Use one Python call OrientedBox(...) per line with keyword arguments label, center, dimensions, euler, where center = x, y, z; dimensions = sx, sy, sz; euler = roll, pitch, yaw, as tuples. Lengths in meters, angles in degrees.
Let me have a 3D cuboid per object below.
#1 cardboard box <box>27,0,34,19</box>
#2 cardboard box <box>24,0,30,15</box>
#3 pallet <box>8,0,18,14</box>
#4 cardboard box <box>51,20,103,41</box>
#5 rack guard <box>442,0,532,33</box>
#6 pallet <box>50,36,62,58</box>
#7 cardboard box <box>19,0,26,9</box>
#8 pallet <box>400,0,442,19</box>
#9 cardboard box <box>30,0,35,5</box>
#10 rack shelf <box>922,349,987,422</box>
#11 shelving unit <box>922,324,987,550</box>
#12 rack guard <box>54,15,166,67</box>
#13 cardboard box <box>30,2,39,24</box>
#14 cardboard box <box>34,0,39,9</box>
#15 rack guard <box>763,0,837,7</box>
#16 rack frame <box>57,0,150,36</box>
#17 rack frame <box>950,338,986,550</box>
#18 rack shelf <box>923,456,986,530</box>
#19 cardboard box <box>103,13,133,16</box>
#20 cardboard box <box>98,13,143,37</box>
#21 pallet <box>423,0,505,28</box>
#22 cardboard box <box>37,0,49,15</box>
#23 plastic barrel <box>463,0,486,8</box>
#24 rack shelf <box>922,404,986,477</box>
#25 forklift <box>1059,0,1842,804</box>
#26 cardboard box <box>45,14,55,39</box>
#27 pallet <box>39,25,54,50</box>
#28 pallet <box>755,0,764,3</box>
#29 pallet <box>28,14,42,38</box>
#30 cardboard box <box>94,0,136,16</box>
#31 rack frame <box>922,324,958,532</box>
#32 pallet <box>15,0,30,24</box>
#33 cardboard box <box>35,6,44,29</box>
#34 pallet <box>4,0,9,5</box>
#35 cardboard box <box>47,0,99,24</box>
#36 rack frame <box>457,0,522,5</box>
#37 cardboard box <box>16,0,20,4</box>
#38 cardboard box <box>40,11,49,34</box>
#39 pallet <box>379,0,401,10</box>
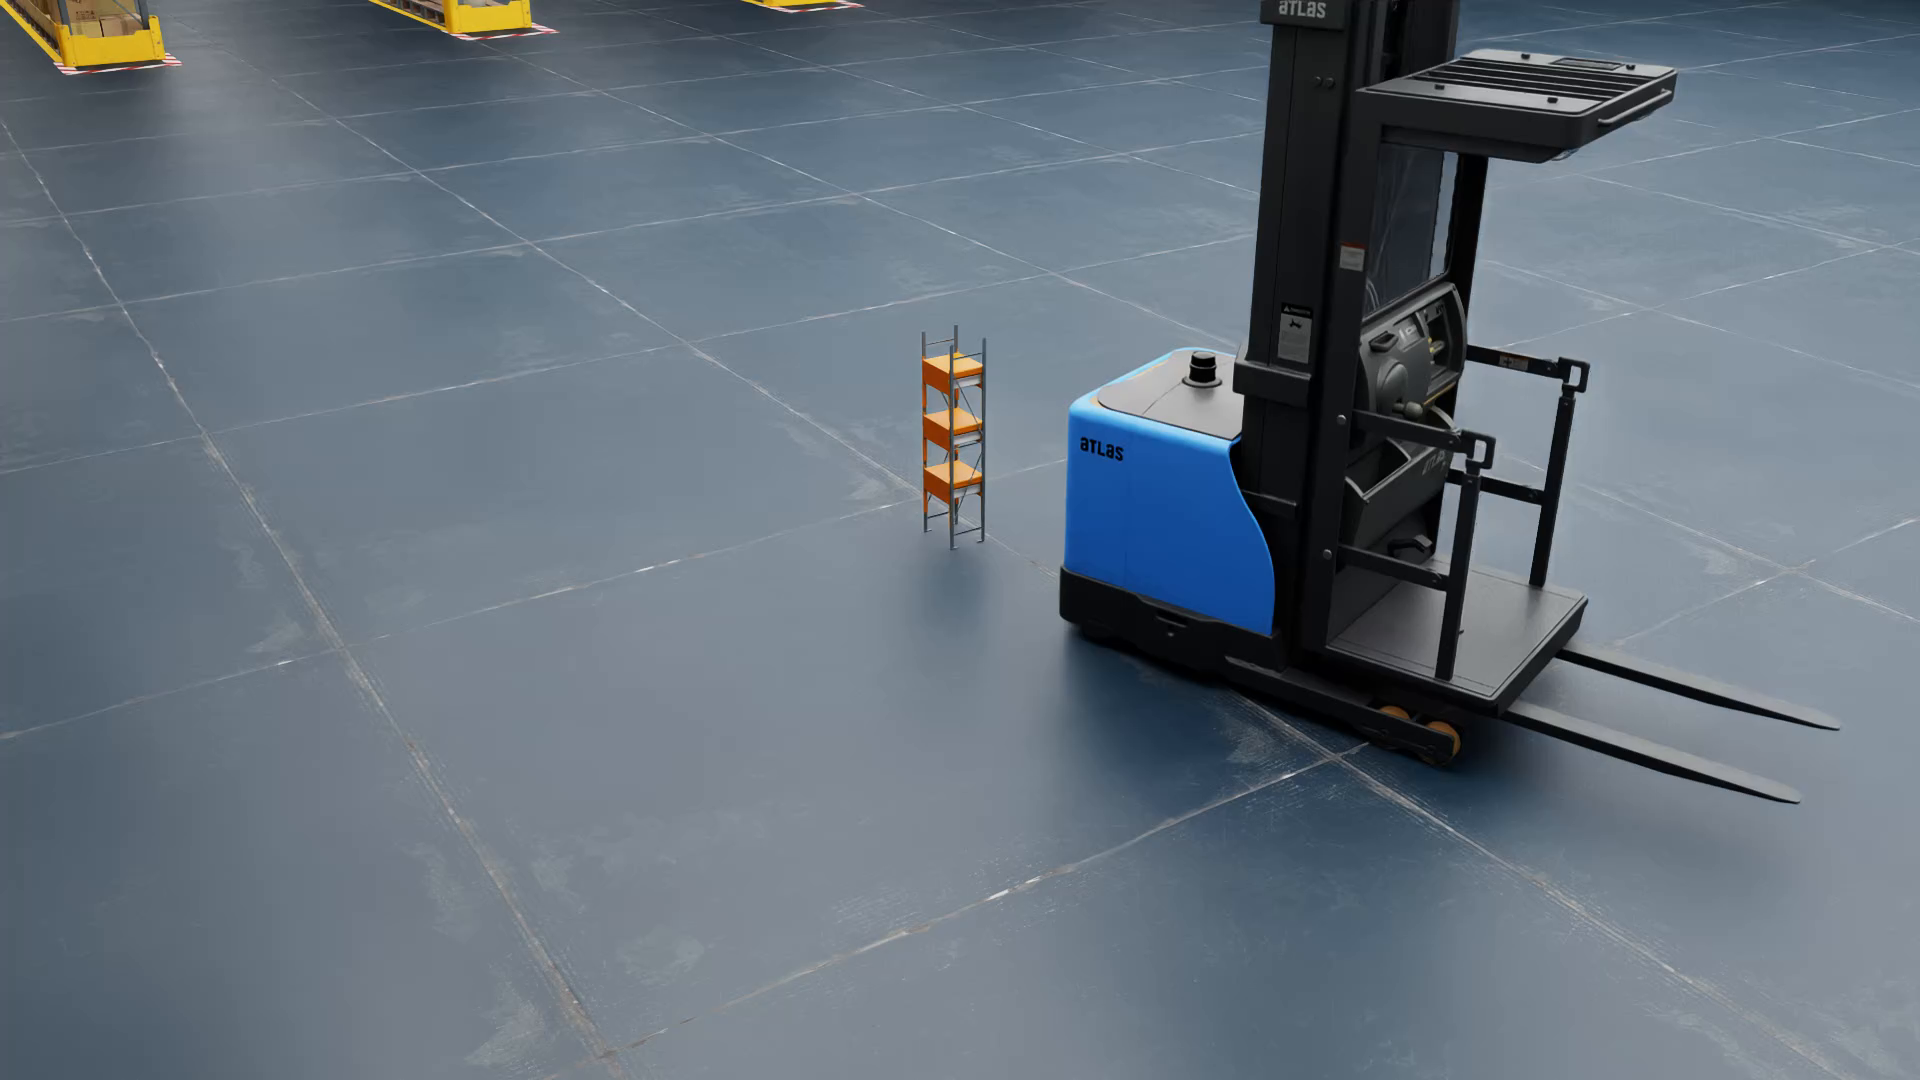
OrientedBox(label="cardboard box", center=(-12.682, -7.420, 23.182), dimensions=(0.500, 0.250, 0.500), euler=(-16, 29, -30))
OrientedBox(label="cardboard box", center=(-12.951, -7.600, 23.564), dimensions=(0.500, 0.250, 0.500), euler=(-16, 29, -30))
OrientedBox(label="pallet", center=(-14.055, -8.320, 25.627), dimensions=(1.003, 0.211, 1.213), euler=(-16, 29, -30))
OrientedBox(label="cardboard box", center=(-11.306, -6.528, 21.294), dimensions=(0.500, 0.250, 0.500), euler=(-16, 29, -30))
OrientedBox(label="rack guard", center=(-6.695, -7.498, 23.547), dimensions=(1.175, 0.500, 0.348), euler=(-16, 29, -30))
OrientedBox(label="pallet", center=(-11.219, -6.462, 21.691), dimensions=(1.003, 0.211, 1.213), euler=(-16, 29, -30))
OrientedBox(label="cardboard box", center=(-13.419, -7.917, 24.236), dimensions=(0.500, 0.250, 0.500), euler=(-16, 30, -30))
OrientedBox(label="pallet", center=(-7.796, -8.095, 25.150), dimensions=(1.003, 0.211, 1.213), euler=(-16, 29, -30))
OrientedBox(label="cardboard box", center=(-12.413, -7.579, 22.641), dimensions=(0.500, 0.500, 0.500), euler=(-16, 29, -30))
OrientedBox(label="rack shelf", center=(-0.029, -0.741, 7.950), dimensions=(0.215, 0.259, 0.240), euler=(-16, 29, -30))
OrientedBox(label="shelving unit", center=(-0.029, -0.494, 8.066), dimensions=(0.215, 1.050, 0.252), euler=(-16, 29, -30))
OrientedBox(label="rack guard", center=(-10.753, -6.320, 21.052), dimensions=(1.175, 0.500, 0.348), euler=(-16, 29, -30))
OrientedBox(label="cardboard box", center=(-12.413, -7.240, 22.801), dimensions=(0.500, 0.250, 0.500), euler=(-16, 29, -30))
OrientedBox(label="cardboard box", center=(-12.138, -7.400, 22.263), dimensions=(0.500, 0.500, 0.500), euler=(-16, 29, -30))
OrientedBox(label="rack guard", center=(-2.506, -8.663, 26.015), dimensions=(1.175, 0.500, 0.348), euler=(-16, 29, -30))
OrientedBox(label="rack frame", center=(-10.766, -7.459, 20.537), dimensions=(1.000, 3.000, 0.127), euler=(-16, 29, -30))
OrientedBox(label="rack frame", center=(0.037, -0.450, 7.974), dimensions=(0.200, 1.050, 0.008), euler=(-16, 29, -30))
OrientedBox(label="rack shelf", center=(-0.029, -0.233, 8.190), dimensions=(0.215, 0.259, 0.240), euler=(-16, 29, -30))
OrientedBox(label="cardboard box", center=(-11.149, -6.827, 21.927), dimensions=(0.500, 0.250, 0.500), euler=(-16, 29, -30))
OrientedBox(label="cardboard box", center=(-10.872, -6.649, 21.550), dimensions=(0.500, 0.250, 0.500), euler=(-16, 29, -30))
OrientedBox(label="pallet", center=(-7.134, -7.659, 24.227), dimensions=(1.003, 0.211, 1.213), euler=(-16, 29, -30))
OrientedBox(label="cardboard box", center=(-11.866, -7.221, 21.884), dimensions=(0.500, 0.500, 0.500), euler=(-16, 29, -30))
OrientedBox(label="plastic barrel", center=(-7.037, -7.894, 23.881), dimensions=(0.421, 0.512, 0.421), euler=(0, 25, 0))
OrientedBox(label="rack shelf", center=(-0.029, -0.484, 8.071), dimensions=(0.215, 0.259, 0.240), euler=(-16, 29, -30))
OrientedBox(label="forklift", center=(1.920, -0.713, 6.326), dimensions=(3.031, 2.935, 1.130), euler=(18, 31, 33))
OrientedBox(label="cardboard box", center=(-11.589, -6.704, 21.667), dimensions=(0.500, 0.250, 0.500), euler=(-16, 29, -30))
OrientedBox(label="pallet", center=(-11.881, -6.898, 22.614), dimensions=(1.003, 0.211, 1.213), euler=(-16, 29, -30))
OrientedBox(label="pallet", center=(-2.919, -8.831, 26.710), dimensions=(1.003, 0.211, 1.213), euler=(-16, 29, -30))
OrientedBox(label="pallet", center=(-12.551, -7.334, 23.539), dimensions=(1.003, 0.211, 1.213), euler=(-16, 29, -30))
OrientedBox(label="cardboard box", center=(-11.147, -7.167, 21.768), dimensions=(0.500, 0.500, 0.500), euler=(-16, 29, -30))
OrientedBox(label="rack frame", center=(-0.096, -0.538, 8.159), dimensions=(0.200, 1.050, 0.008), euler=(-16, 29, -30))
OrientedBox(label="pallet", center=(-13.385, -7.883, 24.701), dimensions=(1.003, 0.211, 1.213), euler=(-16, 29, -30))
OrientedBox(label="cardboard box", center=(-12.135, -7.062, 22.425), dimensions=(0.500, 0.250, 0.500), euler=(-16, 29, -30))
OrientedBox(label="pallet", center=(-14.717, -8.756, 26.550), dimensions=(1.003, 0.211, 1.213), euler=(-16, 29, -30))
OrientedBox(label="cardboard box", center=(-11.308, -6.867, 21.133), dimensions=(0.500, 0.500, 0.500), euler=(-16, 29, -30))
OrientedBox(label="rack frame", center=(-6.614, -8.612, 22.979), dimensions=(1.000, 3.000, 0.127), euler=(-16, 29, -30))
OrientedBox(label="cardboard box", center=(-13.694, -8.098, 24.620), dimensions=(0.500, 0.250, 0.500), euler=(-16, 30, -30))
OrientedBox(label="cardboard box", center=(-11.864, -6.883, 22.045), dimensions=(0.500, 0.250, 0.500), euler=(-16, 29, -30))
OrientedBox(label="pallet", center=(-8.466, -8.532, 26.076), dimensions=(1.003, 0.211, 1.213), euler=(-16, 29, -30))
